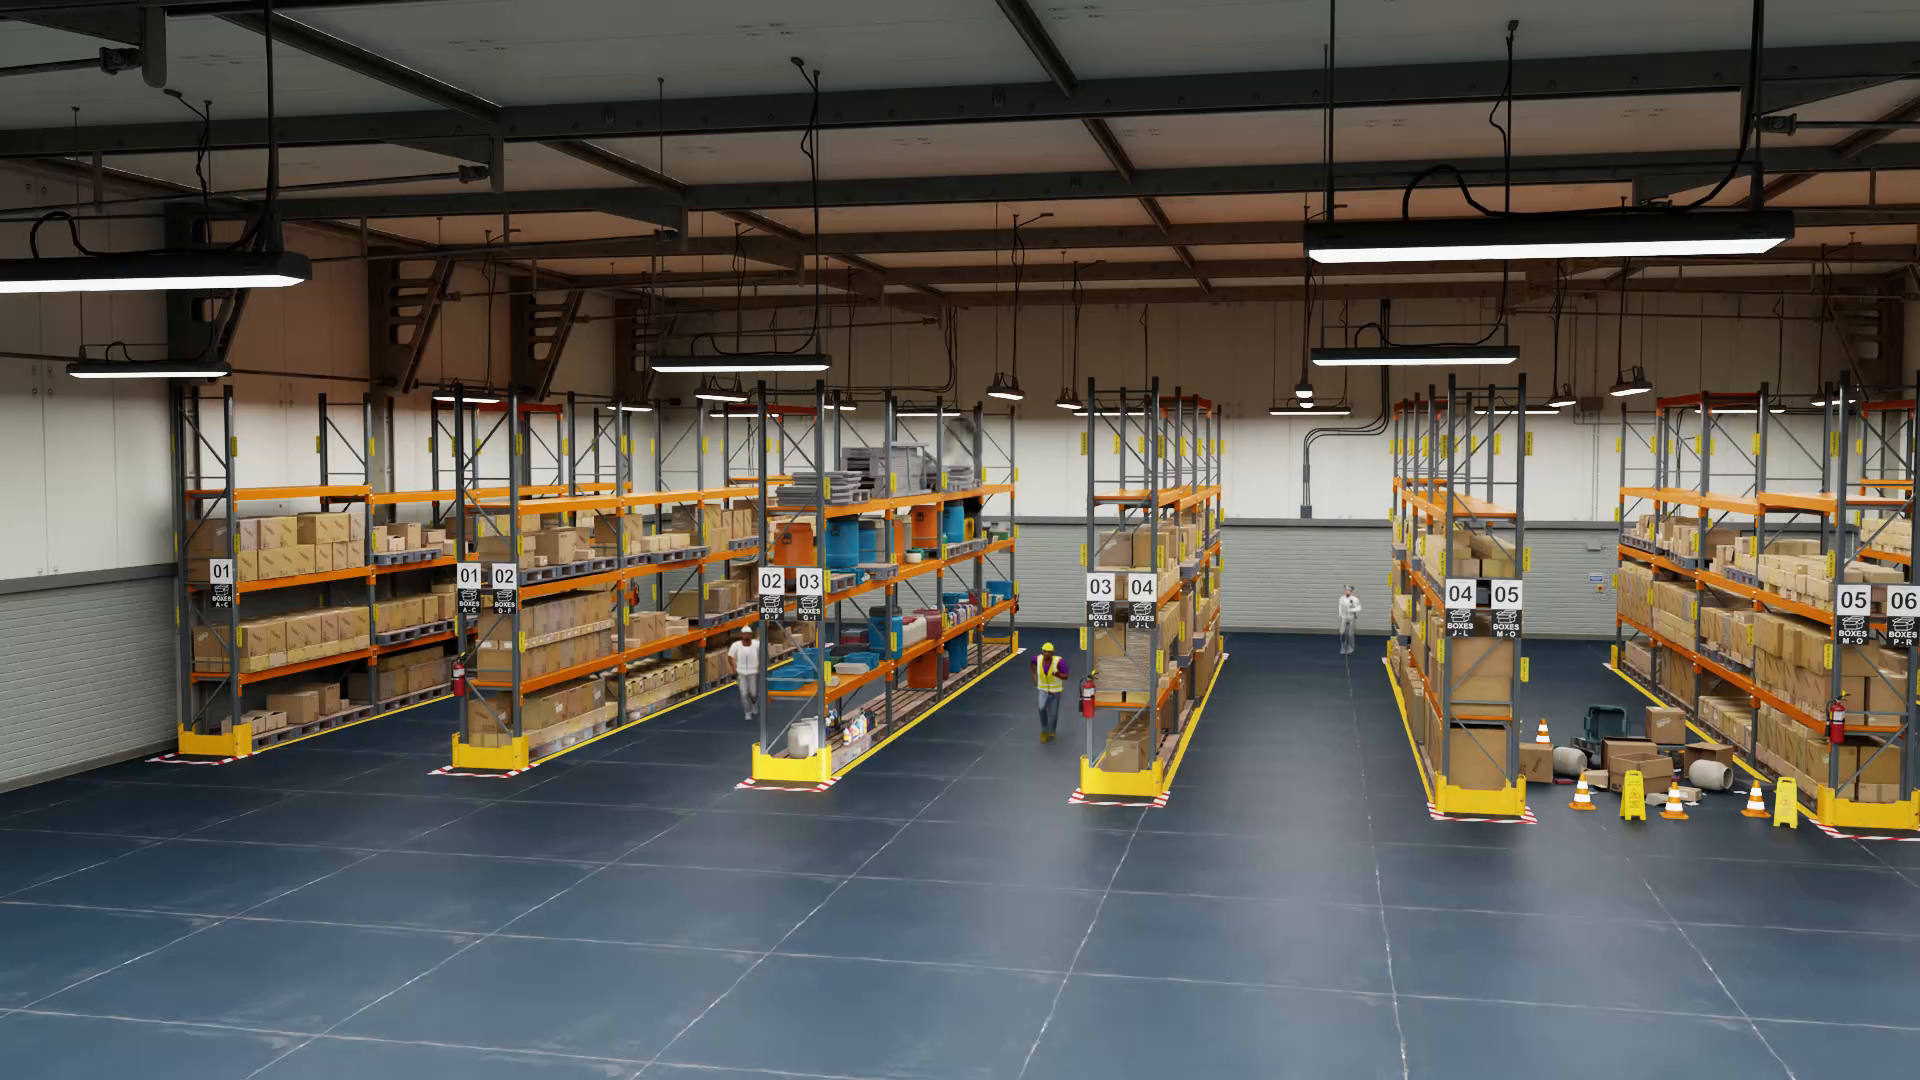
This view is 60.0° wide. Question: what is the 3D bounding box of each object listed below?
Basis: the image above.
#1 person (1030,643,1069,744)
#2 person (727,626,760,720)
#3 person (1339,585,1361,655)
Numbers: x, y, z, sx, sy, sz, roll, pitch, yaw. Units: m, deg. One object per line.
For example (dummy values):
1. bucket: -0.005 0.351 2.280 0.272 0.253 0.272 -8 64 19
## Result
1. person: 1.505 2.565 28.083 0.684 1.715 0.917 0 3 8
2. person: -3.914 2.434 30.451 0.704 1.725 0.546 0 3 -4
3. person: 9.363 1.923 40.038 0.592 1.715 0.700 2 4 28
